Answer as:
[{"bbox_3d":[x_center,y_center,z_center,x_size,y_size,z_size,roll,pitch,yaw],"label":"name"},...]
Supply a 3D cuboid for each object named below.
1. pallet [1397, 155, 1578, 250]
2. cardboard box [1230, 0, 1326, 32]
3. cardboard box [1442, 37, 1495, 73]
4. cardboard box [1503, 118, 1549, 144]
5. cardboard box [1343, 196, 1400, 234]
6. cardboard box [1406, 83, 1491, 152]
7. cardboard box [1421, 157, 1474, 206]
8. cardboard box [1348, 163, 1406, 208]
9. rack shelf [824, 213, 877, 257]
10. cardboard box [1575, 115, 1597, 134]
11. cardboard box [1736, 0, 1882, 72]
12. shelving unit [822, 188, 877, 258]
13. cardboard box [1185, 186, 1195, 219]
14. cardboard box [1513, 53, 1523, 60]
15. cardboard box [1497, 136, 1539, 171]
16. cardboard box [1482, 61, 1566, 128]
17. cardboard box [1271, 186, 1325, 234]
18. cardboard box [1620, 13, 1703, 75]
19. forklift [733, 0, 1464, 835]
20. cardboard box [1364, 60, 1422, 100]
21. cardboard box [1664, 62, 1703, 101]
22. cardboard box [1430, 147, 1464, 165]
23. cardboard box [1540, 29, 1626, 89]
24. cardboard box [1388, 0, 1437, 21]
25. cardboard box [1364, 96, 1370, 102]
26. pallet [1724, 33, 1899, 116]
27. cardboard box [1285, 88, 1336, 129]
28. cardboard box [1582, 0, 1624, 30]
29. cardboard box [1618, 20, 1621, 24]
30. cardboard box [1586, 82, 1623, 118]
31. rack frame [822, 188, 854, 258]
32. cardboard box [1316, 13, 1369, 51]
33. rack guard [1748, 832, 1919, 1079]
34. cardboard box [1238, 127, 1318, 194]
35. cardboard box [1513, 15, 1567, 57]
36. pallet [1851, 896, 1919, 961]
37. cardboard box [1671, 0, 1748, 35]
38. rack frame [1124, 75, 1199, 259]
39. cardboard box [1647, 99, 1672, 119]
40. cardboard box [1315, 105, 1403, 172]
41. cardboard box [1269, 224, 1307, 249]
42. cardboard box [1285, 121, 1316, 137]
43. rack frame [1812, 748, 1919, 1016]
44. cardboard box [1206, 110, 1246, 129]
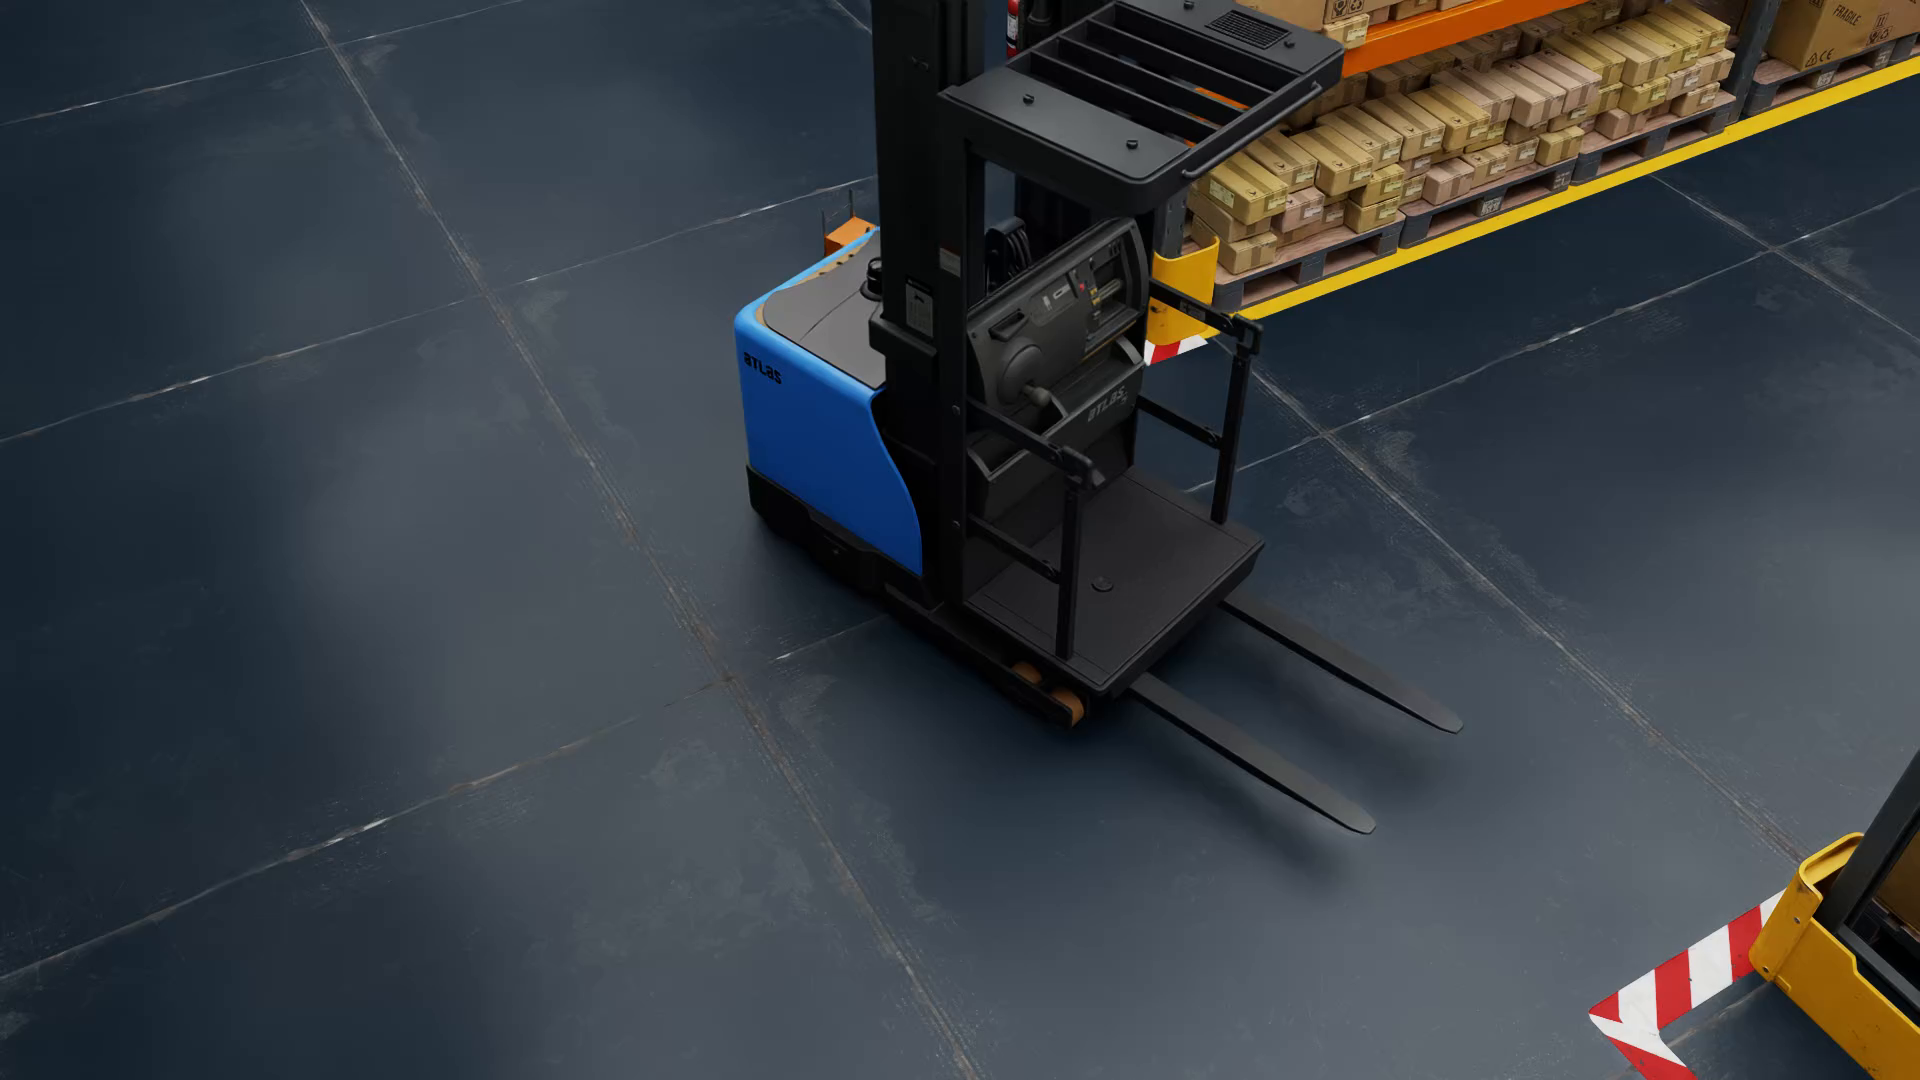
[{"bbox_3d":[2.601,-2.105,9.197,1.213,0.211,1.003,-22,48,-21],"label":"pallet"},{"bbox_3d":[1.283,-2.530,7.347,0.500,0.500,0.500,-20,47,-19],"label":"cardboard box"},{"bbox_3d":[2.689,-2.668,9.093,0.250,0.149,0.380,-24,49,-23],"label":"cardboard box"},{"bbox_3d":[2.938,-2.306,8.933,0.250,0.149,0.380,-24,49,-23],"label":"cardboard box"},{"bbox_3d":[2.045,-1.768,8.592,0.250,0.149,0.380,-21,48,-20],"label":"cardboard box"},{"bbox_3d":[2.511,-2.185,8.595,0.250,0.149,0.380,-21,48,-20],"label":"cardboard box"},{"bbox_3d":[2.478,-1.948,8.778,0.250,0.149,0.380,-24,49,-23],"label":"cardboard box"},{"bbox_3d":[2.049,-1.882,8.497,0.250,0.149,0.380,-20,48,-20],"label":"cardboard box"},{"bbox_3d":[-0.433,-1.246,7.317,0.240,0.259,0.215,27,50,25],"label":"rack shelf"},{"bbox_3d":[3.302,-2.384,9.227,0.250,0.149,0.380,-23,49,-22],"label":"cardboard box"},{"bbox_3d":[4.998,-3.136,9.750,0.500,0.500,0.500,-20,48,-19],"label":"cardboard box"},{"bbox_3d":[-0.433,-1.050,7.507,0.252,1.050,0.215,27,50,25],"label":"shelving unit"},{"bbox_3d":[1.109,-1.835,8.662,0.250,0.149,0.380,-21,48,-20],"label":"cardboard box"},{"bbox_3d":[3.148,-2.748,9.389,0.250,0.149,0.380,-24,49,-23],"label":"cardboard box"},{"bbox_3d":[2.897,-2.163,9.000,0.250,0.149,0.380,-21,48,-20],"label":"cardboard box"},{"bbox_3d":[2.952,-2.350,8.765,0.250,0.149,0.380,-23,49,-22],"label":"cardboard box"},{"bbox_3d":[1.604,-1.721,8.330,0.250,0.149,0.380,-22,48,-21],"label":"cardboard box"},{"bbox_3d":[3.844,-2.734,9.161,0.250,0.149,0.380,-21,48,-20],"label":"cardboard box"},{"bbox_3d":[0.520,-0.739,5.836,3.031,2.935,1.130,32,52,29],"label":"forklift"},{"bbox_3d":[2.242,-2.498,8.918,0.250,0.149,0.380,-23,49,-22],"label":"cardboard box"},{"bbox_3d":[3.882,-2.618,9.255,0.250,0.149,0.380,-24,49,-23],"label":"cardboard box"},{"bbox_3d":[2.446,-2.151,8.774,0.250,0.149,0.380,-19,47,-19],"label":"cardboard box"},{"bbox_3d":[3.368,-2.601,9.024,0.250,0.149,0.380,-20,48,-20],"label":"cardboard box"},{"bbox_3d":[2.065,-2.649,7.936,0.250,0.149,0.380,-22,48,-21],"label":"cardboard box"},{"bbox_3d":[2.196,-2.435,9.066,0.250,0.149,0.380,-20,47,-19],"label":"cardboard box"},{"bbox_3d":[4.899,-3.057,10.177,1.213,0.211,1.003,-22,48,-21],"label":"pallet"},{"bbox_3d":[1.753,-2.347,8.762,0.250,0.149,0.380,-24,49,-22],"label":"cardboard box"},{"bbox_3d":[3.555,-3.073,9.511,0.250,0.149,0.380,-20,47,-19],"label":"cardboard box"},{"bbox_3d":[3.751,-3.088,9.740,0.250,0.149,0.380,-20,47,-19],"label":"cardboard box"},{"bbox_3d":[3.392,-2.487,9.120,0.250,0.149,0.380,-21,48,-21],"label":"cardboard box"},{"bbox_3d":[-0.531,-1.100,7.559,0.008,1.050,0.200,27,50,25],"label":"rack frame"},{"bbox_3d":[1.661,-2.397,7.676,0.250,0.149,0.380,-23,49,-22],"label":"cardboard box"},{"bbox_3d":[3.119,1.537,5.237,0.348,0.500,1.175,-22,48,-21],"label":"rack guard"},{"bbox_3d":[1.559,-1.885,8.286,0.250,0.149,0.380,-21,48,-20],"label":"cardboard box"},{"bbox_3d":[3.145,-2.851,9.282,0.250,0.149,0.380,-23,49,-22],"label":"cardboard box"},{"bbox_3d":[3.794,1.308,5.680,1.213,0.211,1.003,-22,48,-21],"label":"pallet"},{"bbox_3d":[4.741,-3.449,10.073,0.500,0.500,0.500,-23,49,-22],"label":"cardboard box"},{"bbox_3d":[0.757,-2.398,7.497,0.127,3.000,1.000,-22,48,-21],"label":"rack frame"},{"bbox_3d":[3.788,-2.532,9.381,0.250,0.149,0.380,-21,48,-20],"label":"cardboard box"},{"bbox_3d":[2.015,-2.031,8.436,0.250,0.149,0.380,-24,49,-23],"label":"cardboard box"},{"bbox_3d":[1.556,-1.655,8.476,0.250,0.149,0.380,-22,48,-21],"label":"cardboard box"},{"bbox_3d":[1.806,-2.201,8.825,0.250,0.149,0.380,-22,48,-21],"label":"cardboard box"},{"bbox_3d":[3.140,0.632,4.375,0.127,3.000,1.000,-22,48,-21],"label":"rack frame"},{"bbox_3d":[1.336,-2.129,8.537,0.250,0.149,0.380,-21,48,-20],"label":"cardboard box"}]
